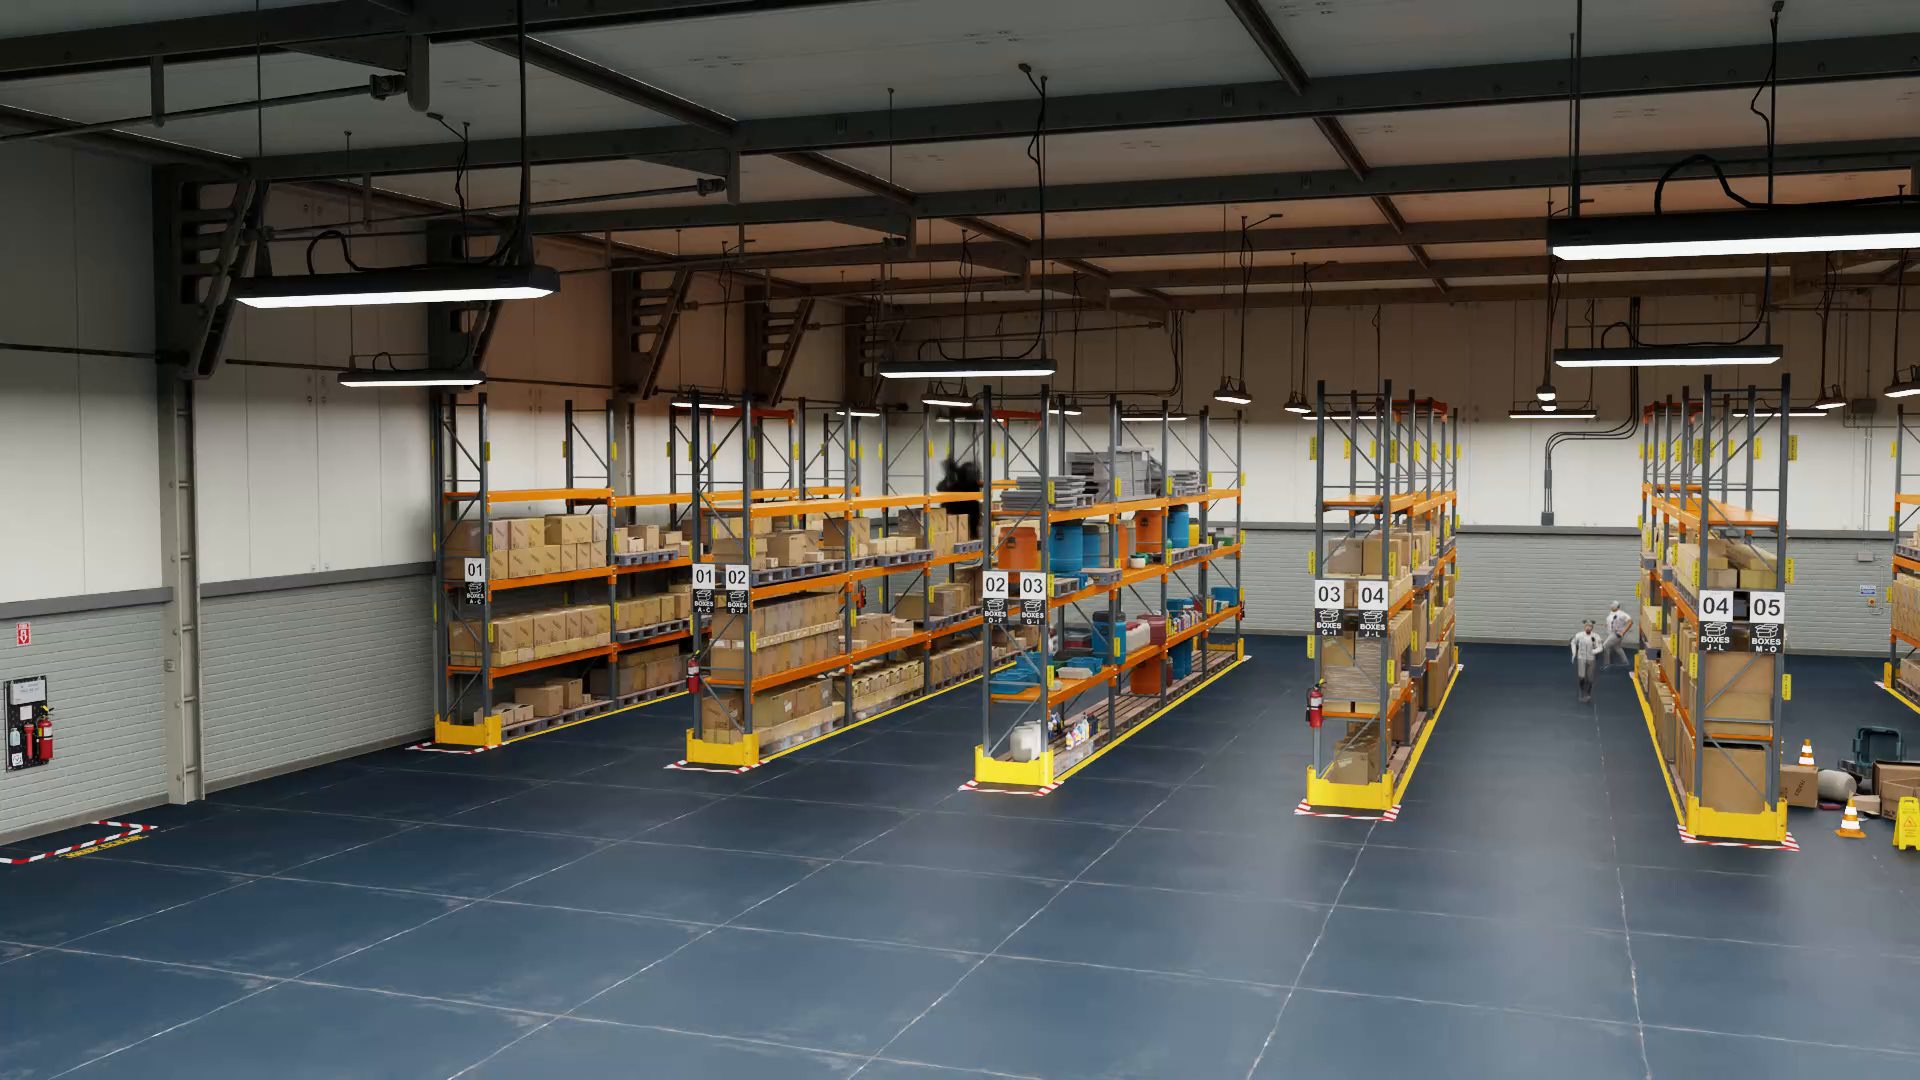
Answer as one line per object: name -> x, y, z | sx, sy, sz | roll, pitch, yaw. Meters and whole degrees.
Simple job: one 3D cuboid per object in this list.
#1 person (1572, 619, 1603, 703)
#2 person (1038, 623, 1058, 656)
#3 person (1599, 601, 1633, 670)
person -> 12.471, 2.399, 33.081 | 0.578, 1.677, 0.747 | 1, 3, 19
person -> 1.776, 2.450, 32.661 | 0.582, 1.653, 0.555 | 1, 3, 20
person -> 15.047, 2.199, 38.070 | 0.749, 1.654, 0.753 | 0, 3, 0
